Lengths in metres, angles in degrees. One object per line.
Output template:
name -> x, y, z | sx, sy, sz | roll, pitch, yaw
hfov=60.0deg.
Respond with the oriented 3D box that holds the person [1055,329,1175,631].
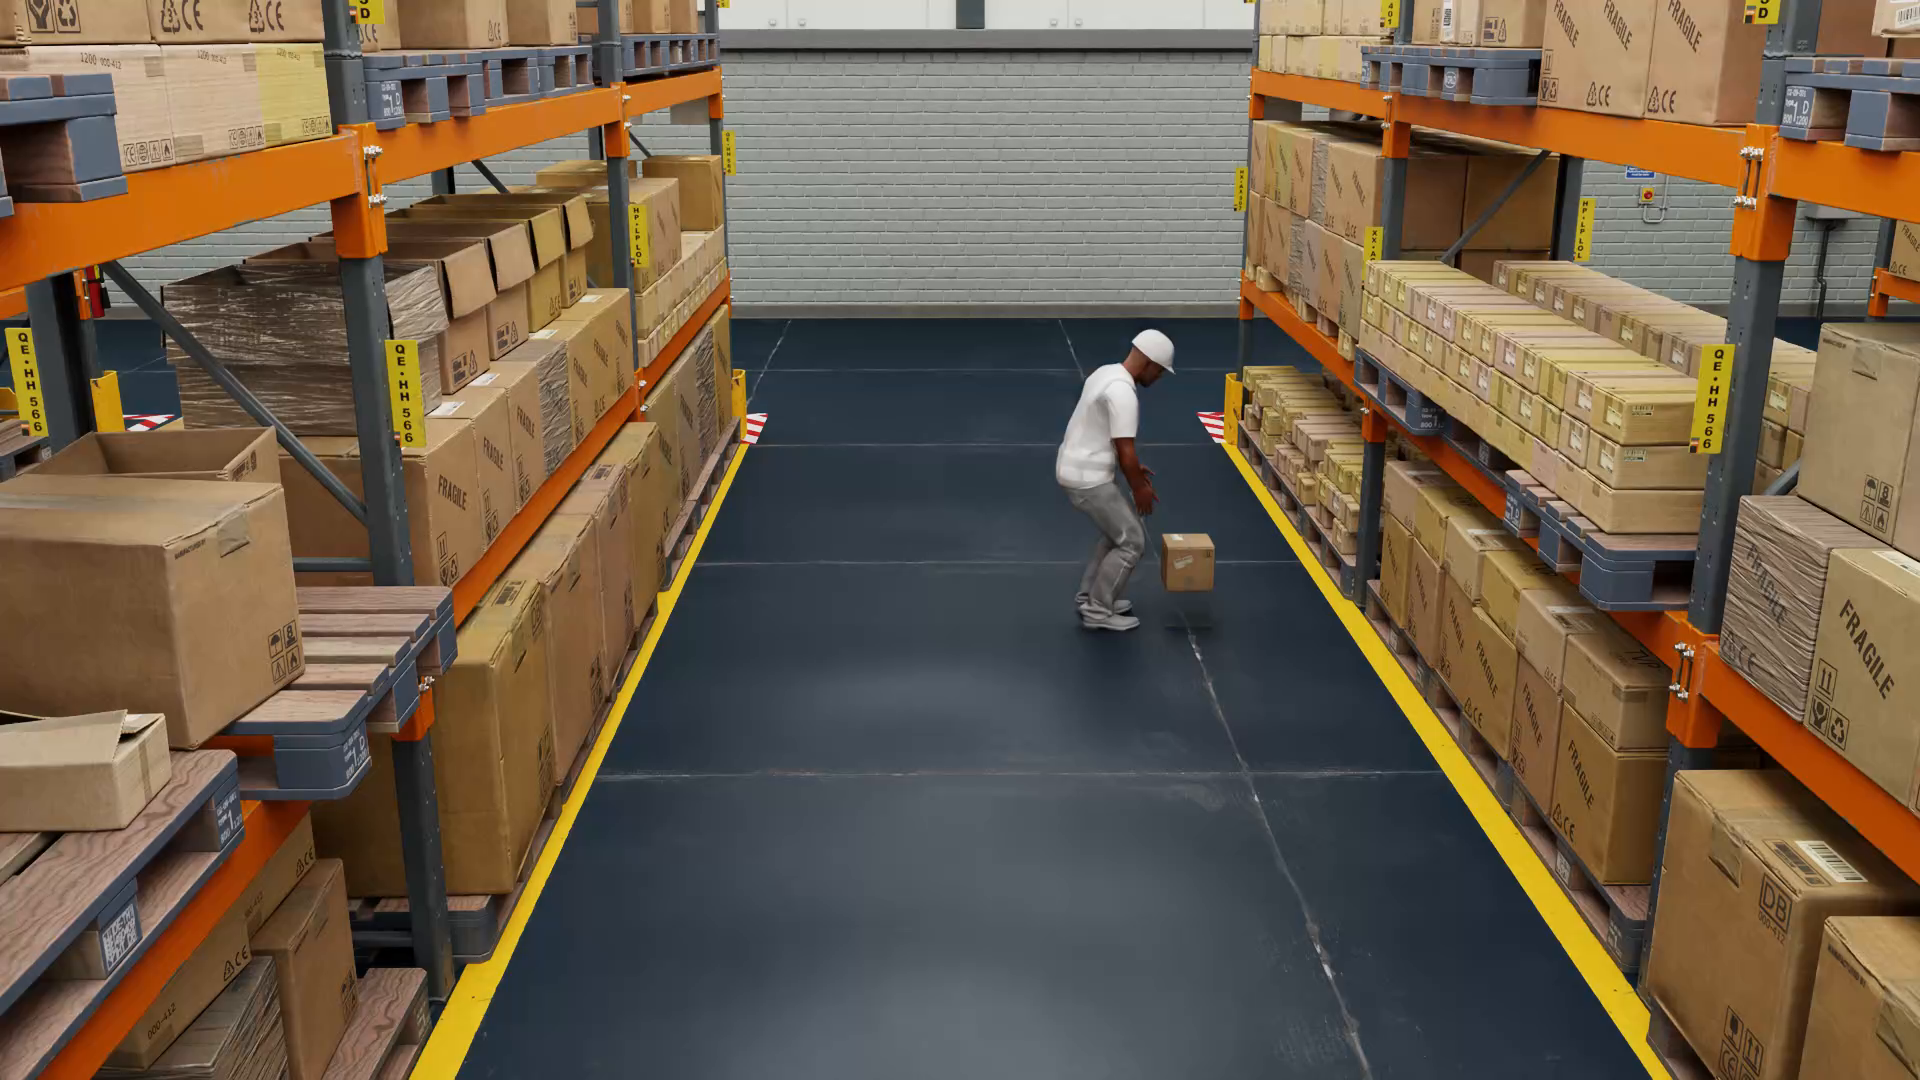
person -> 0.822, -0.336, 8.904 | 0.622, 1.591, 0.620 | 0, 17, 0
